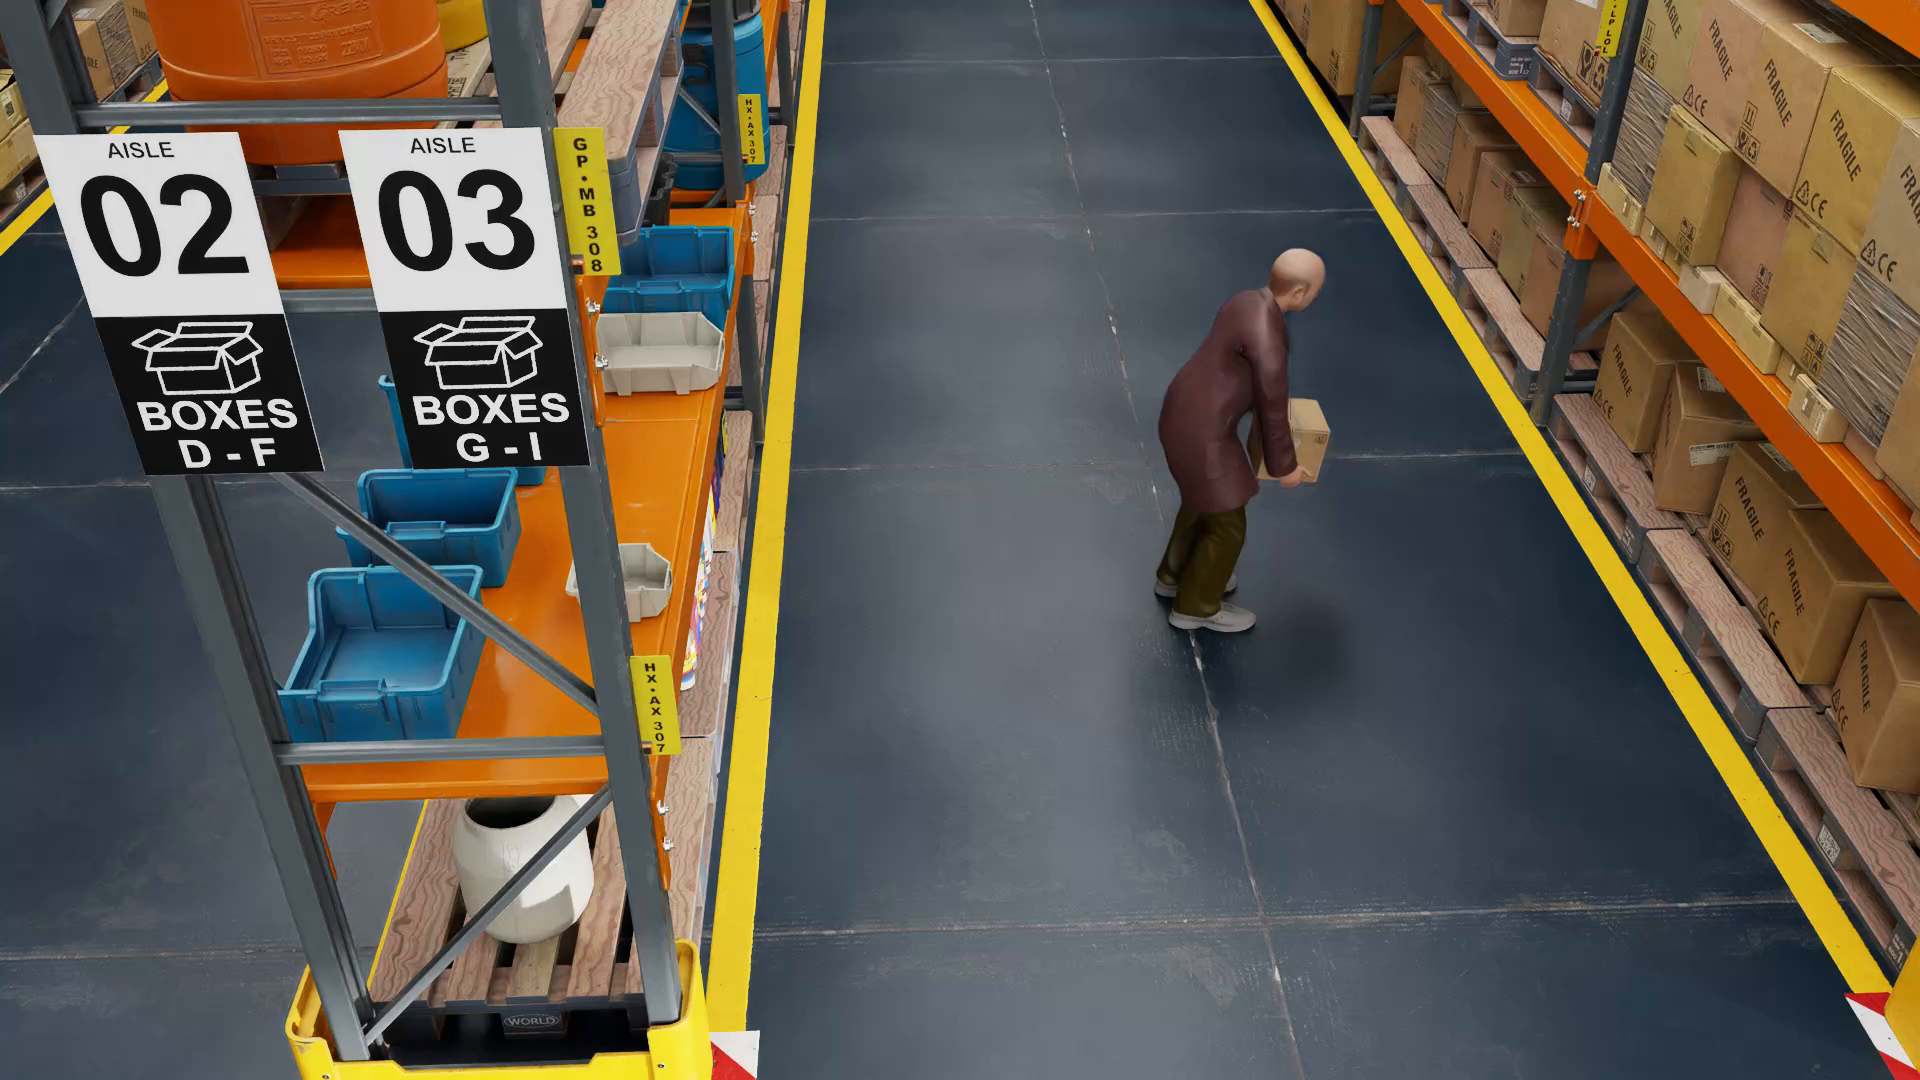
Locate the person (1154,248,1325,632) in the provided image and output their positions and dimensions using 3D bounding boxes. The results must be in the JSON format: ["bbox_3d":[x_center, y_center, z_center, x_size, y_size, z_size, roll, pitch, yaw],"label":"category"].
[{"bbox_3d":[1.123,-0.397,6.810,0.625,1.691,0.540,-2,35,-2],"label":"person"}]
